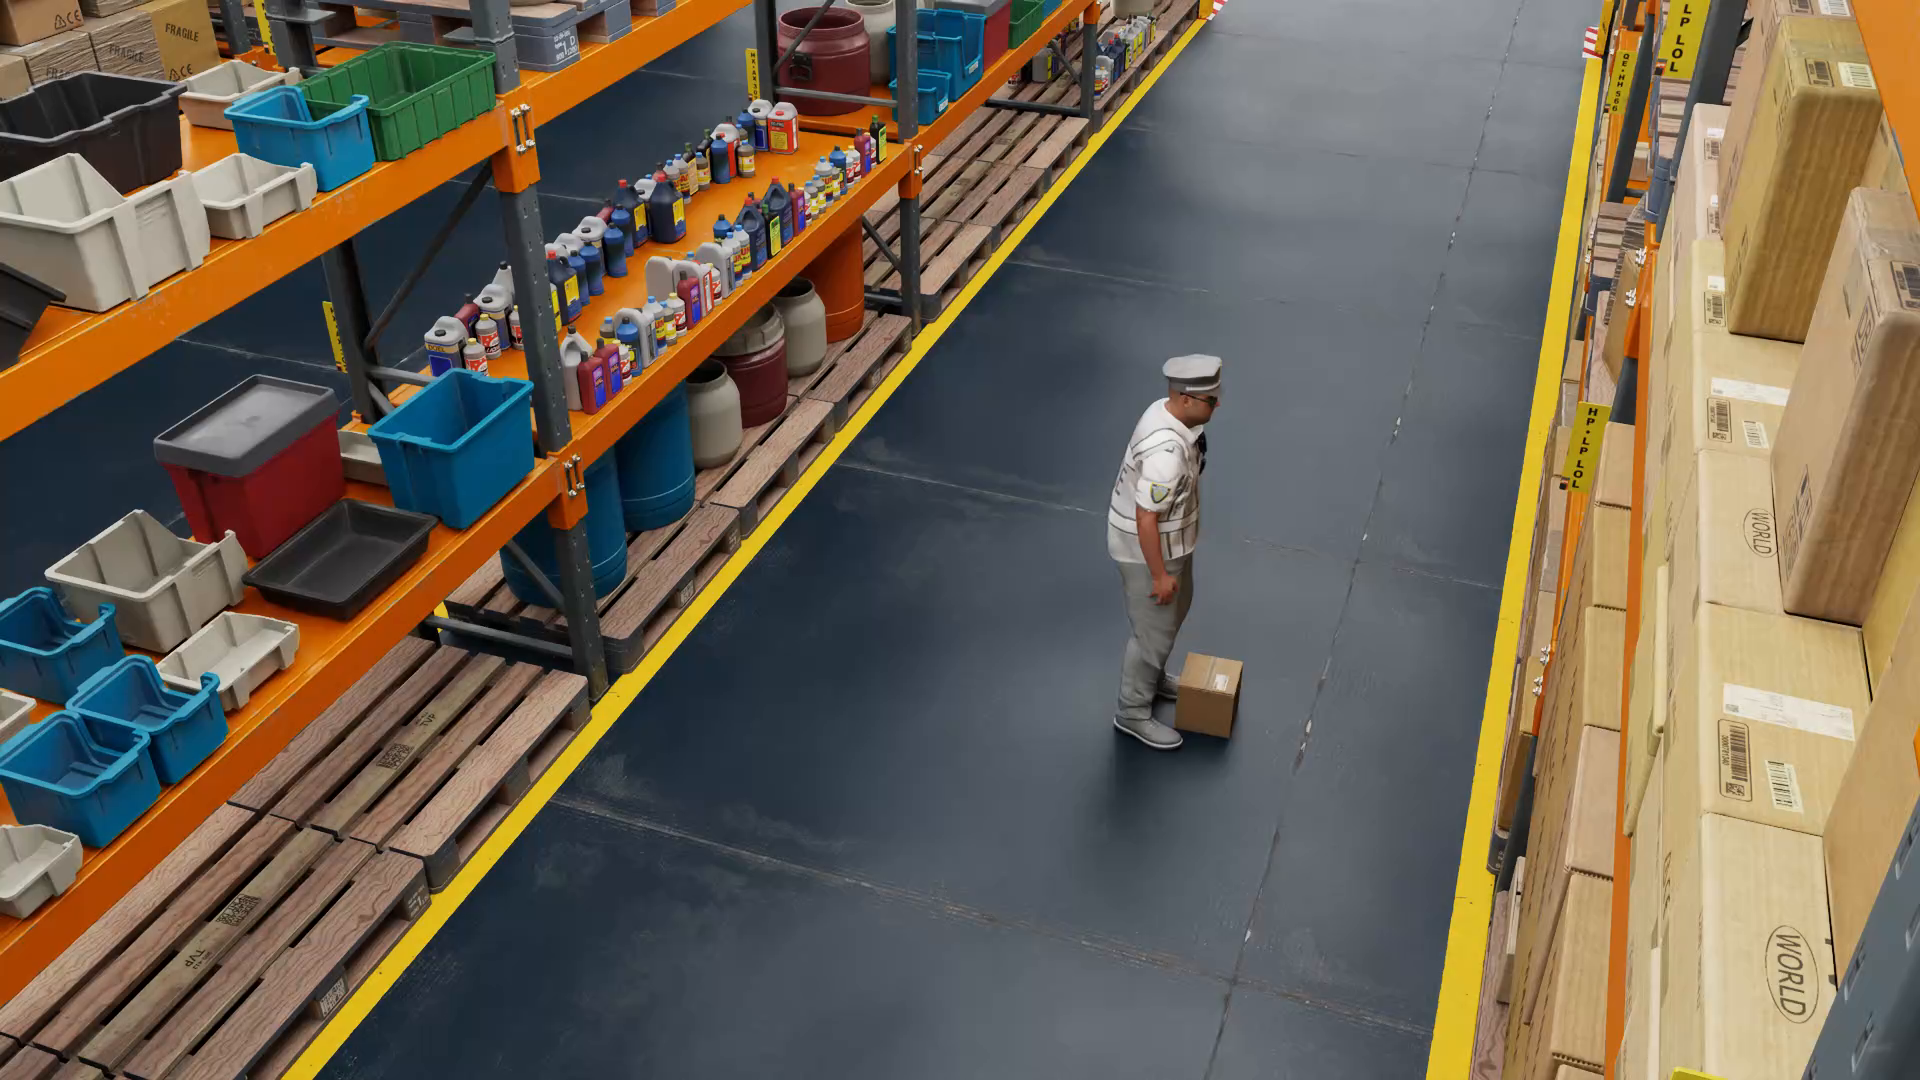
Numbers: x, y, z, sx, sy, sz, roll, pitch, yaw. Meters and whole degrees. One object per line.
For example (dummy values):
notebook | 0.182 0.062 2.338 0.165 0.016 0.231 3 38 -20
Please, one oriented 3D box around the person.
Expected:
person | 0.852 0.017 7.104 0.429 1.751 0.606 9 34 14
